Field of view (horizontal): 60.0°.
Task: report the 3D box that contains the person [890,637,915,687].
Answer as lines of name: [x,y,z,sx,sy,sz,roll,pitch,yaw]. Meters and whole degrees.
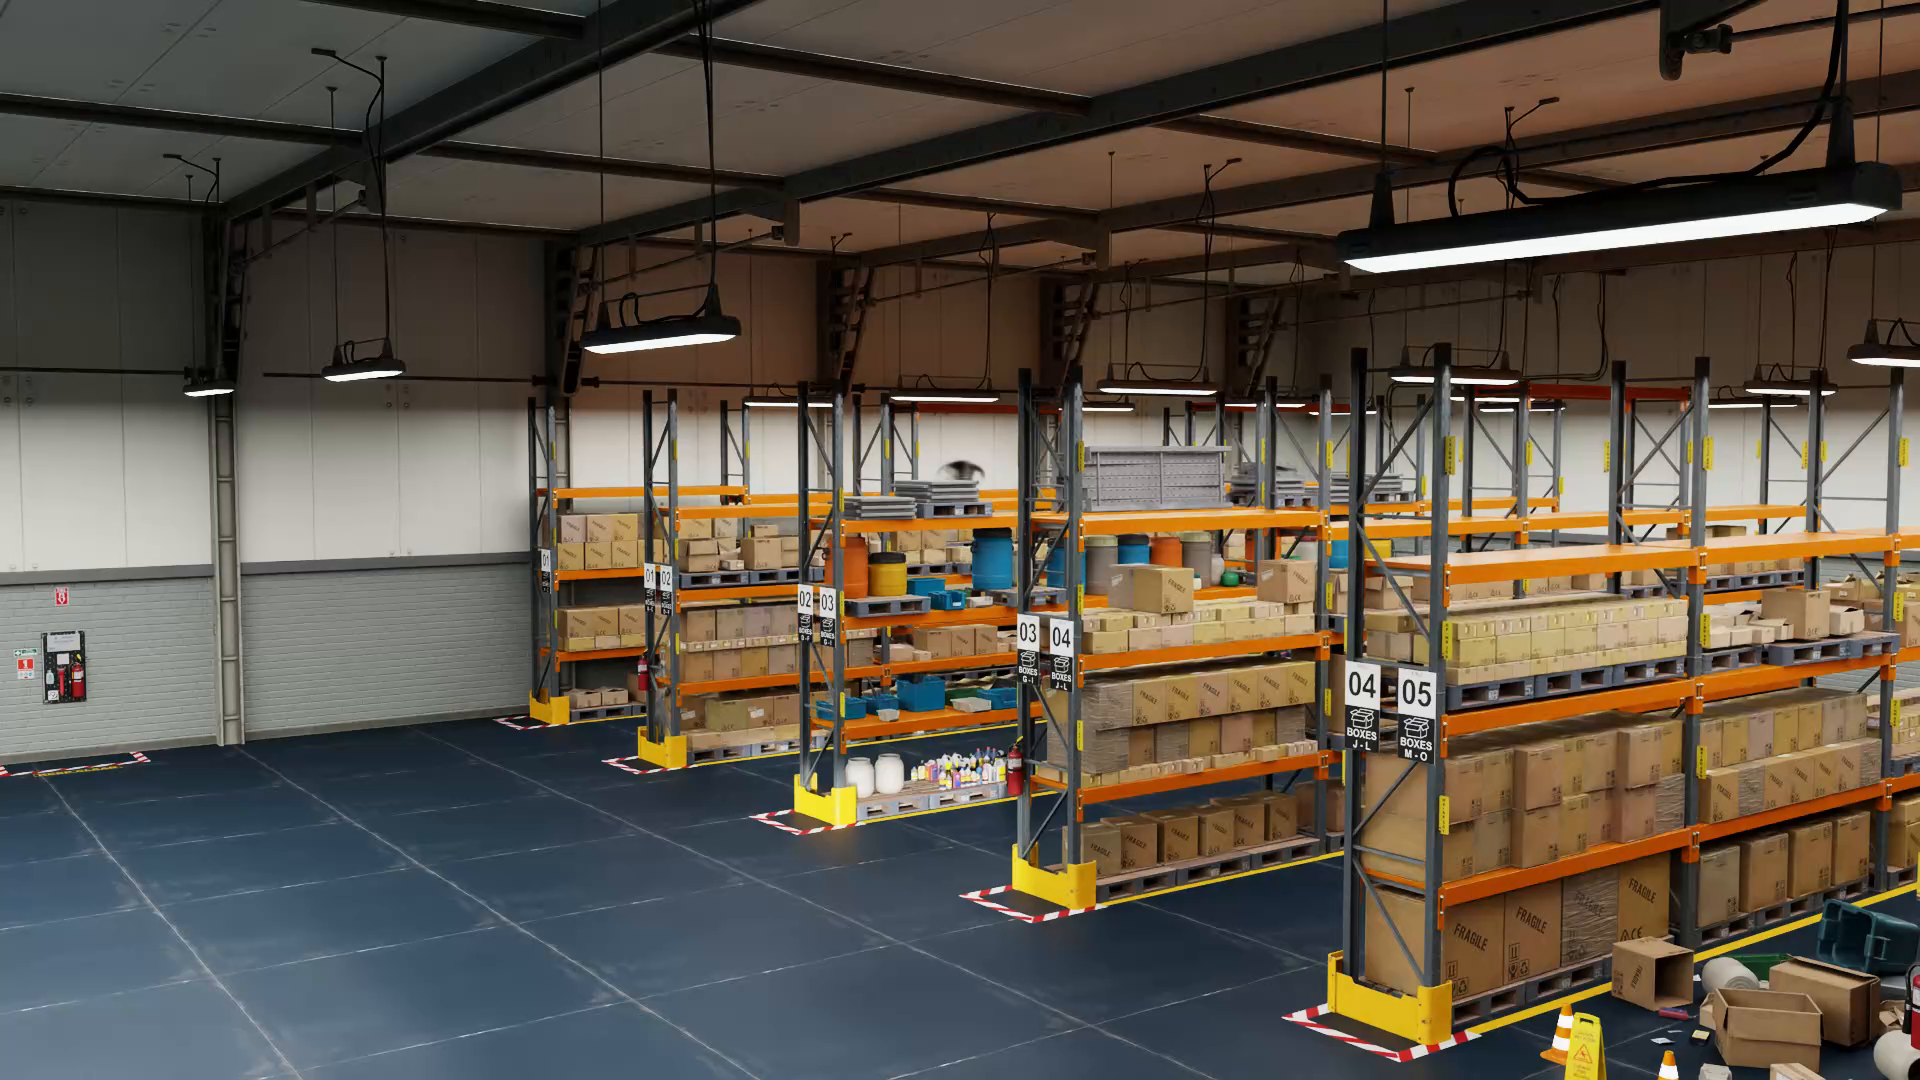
person: [-0.988,2.566,32.121,0.978,1.421,0.534,-1,4,-16]

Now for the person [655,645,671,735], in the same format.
person: [-5.085,2.632,28.895,0.577,1.628,0.669,-2,4,-30]
